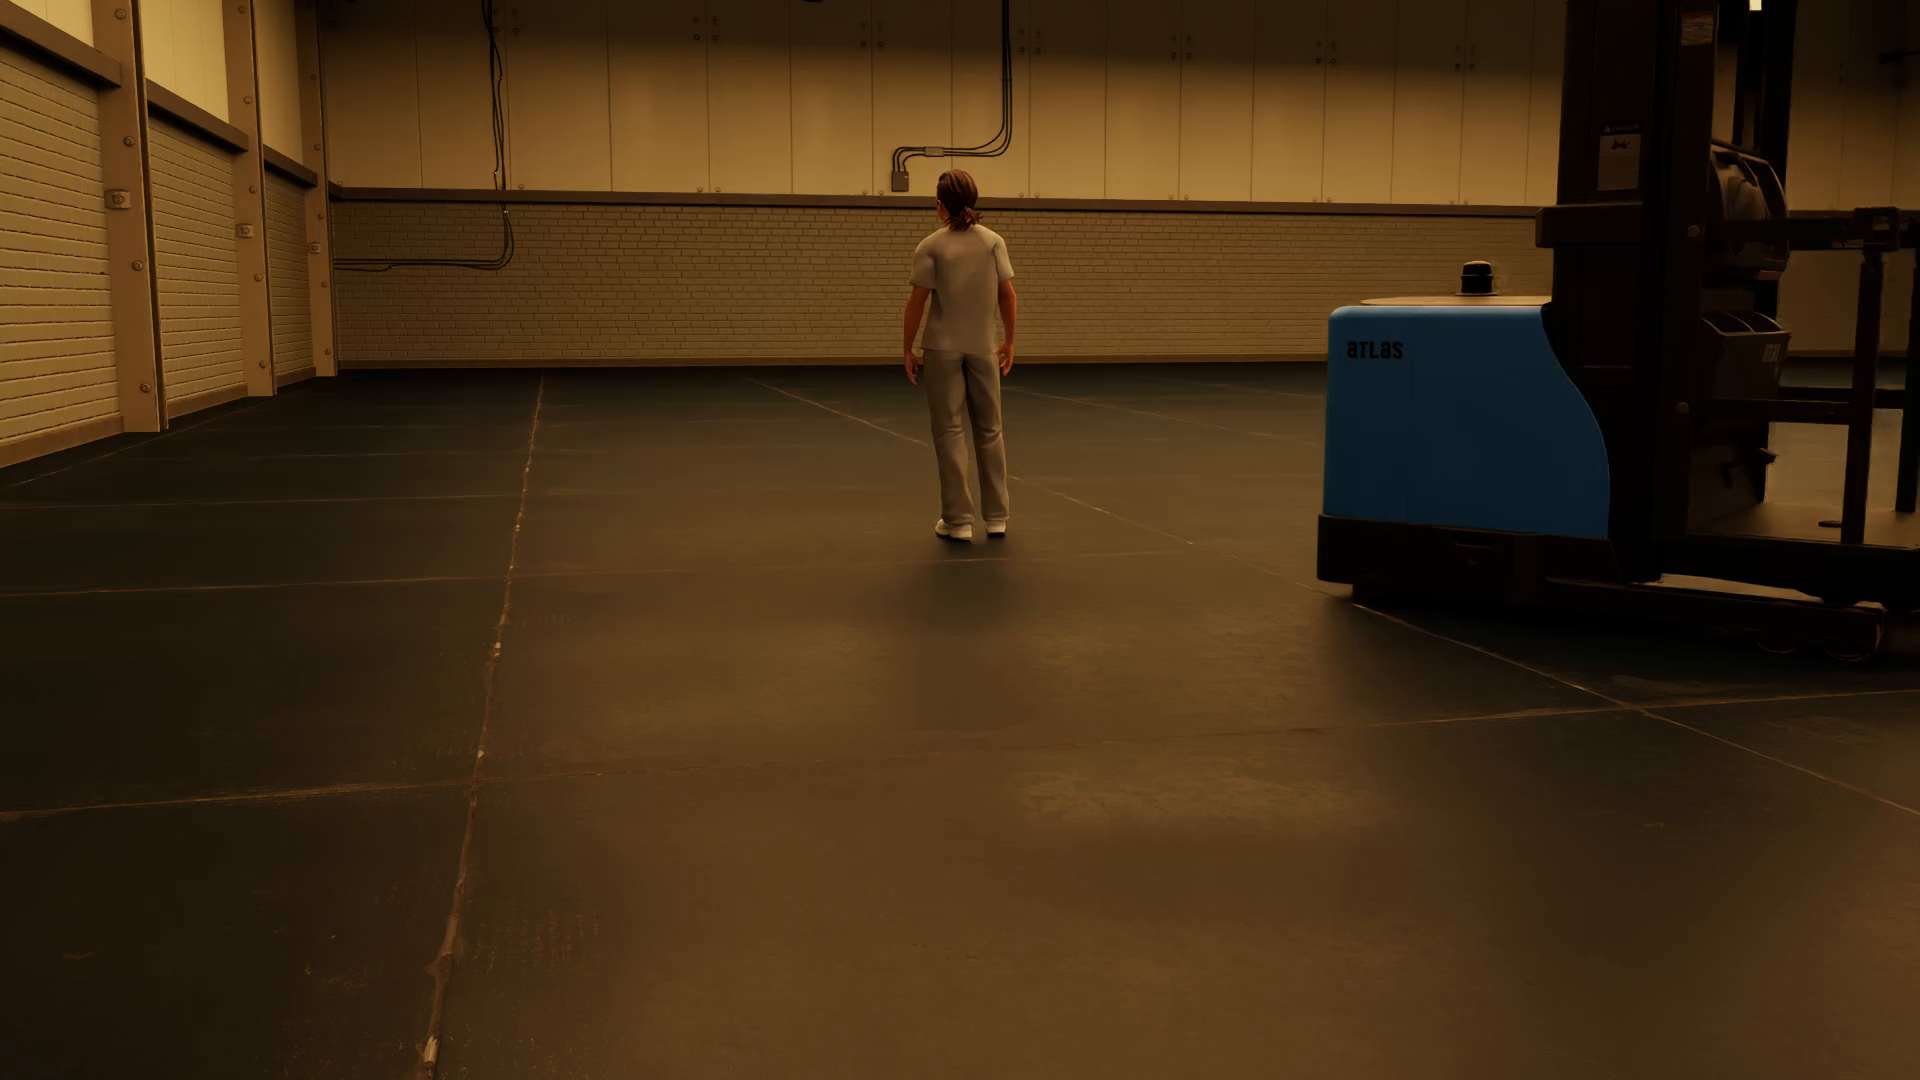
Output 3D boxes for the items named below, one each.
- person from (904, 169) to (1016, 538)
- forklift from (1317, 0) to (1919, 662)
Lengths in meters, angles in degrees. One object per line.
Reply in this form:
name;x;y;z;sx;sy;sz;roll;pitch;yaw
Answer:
person;-0.004;-0.848;7.664;0.550;1.673;0.548;-2;8;-13
forklift;2.801;-1.163;5.446;3.031;2.935;1.130;6;10;37
